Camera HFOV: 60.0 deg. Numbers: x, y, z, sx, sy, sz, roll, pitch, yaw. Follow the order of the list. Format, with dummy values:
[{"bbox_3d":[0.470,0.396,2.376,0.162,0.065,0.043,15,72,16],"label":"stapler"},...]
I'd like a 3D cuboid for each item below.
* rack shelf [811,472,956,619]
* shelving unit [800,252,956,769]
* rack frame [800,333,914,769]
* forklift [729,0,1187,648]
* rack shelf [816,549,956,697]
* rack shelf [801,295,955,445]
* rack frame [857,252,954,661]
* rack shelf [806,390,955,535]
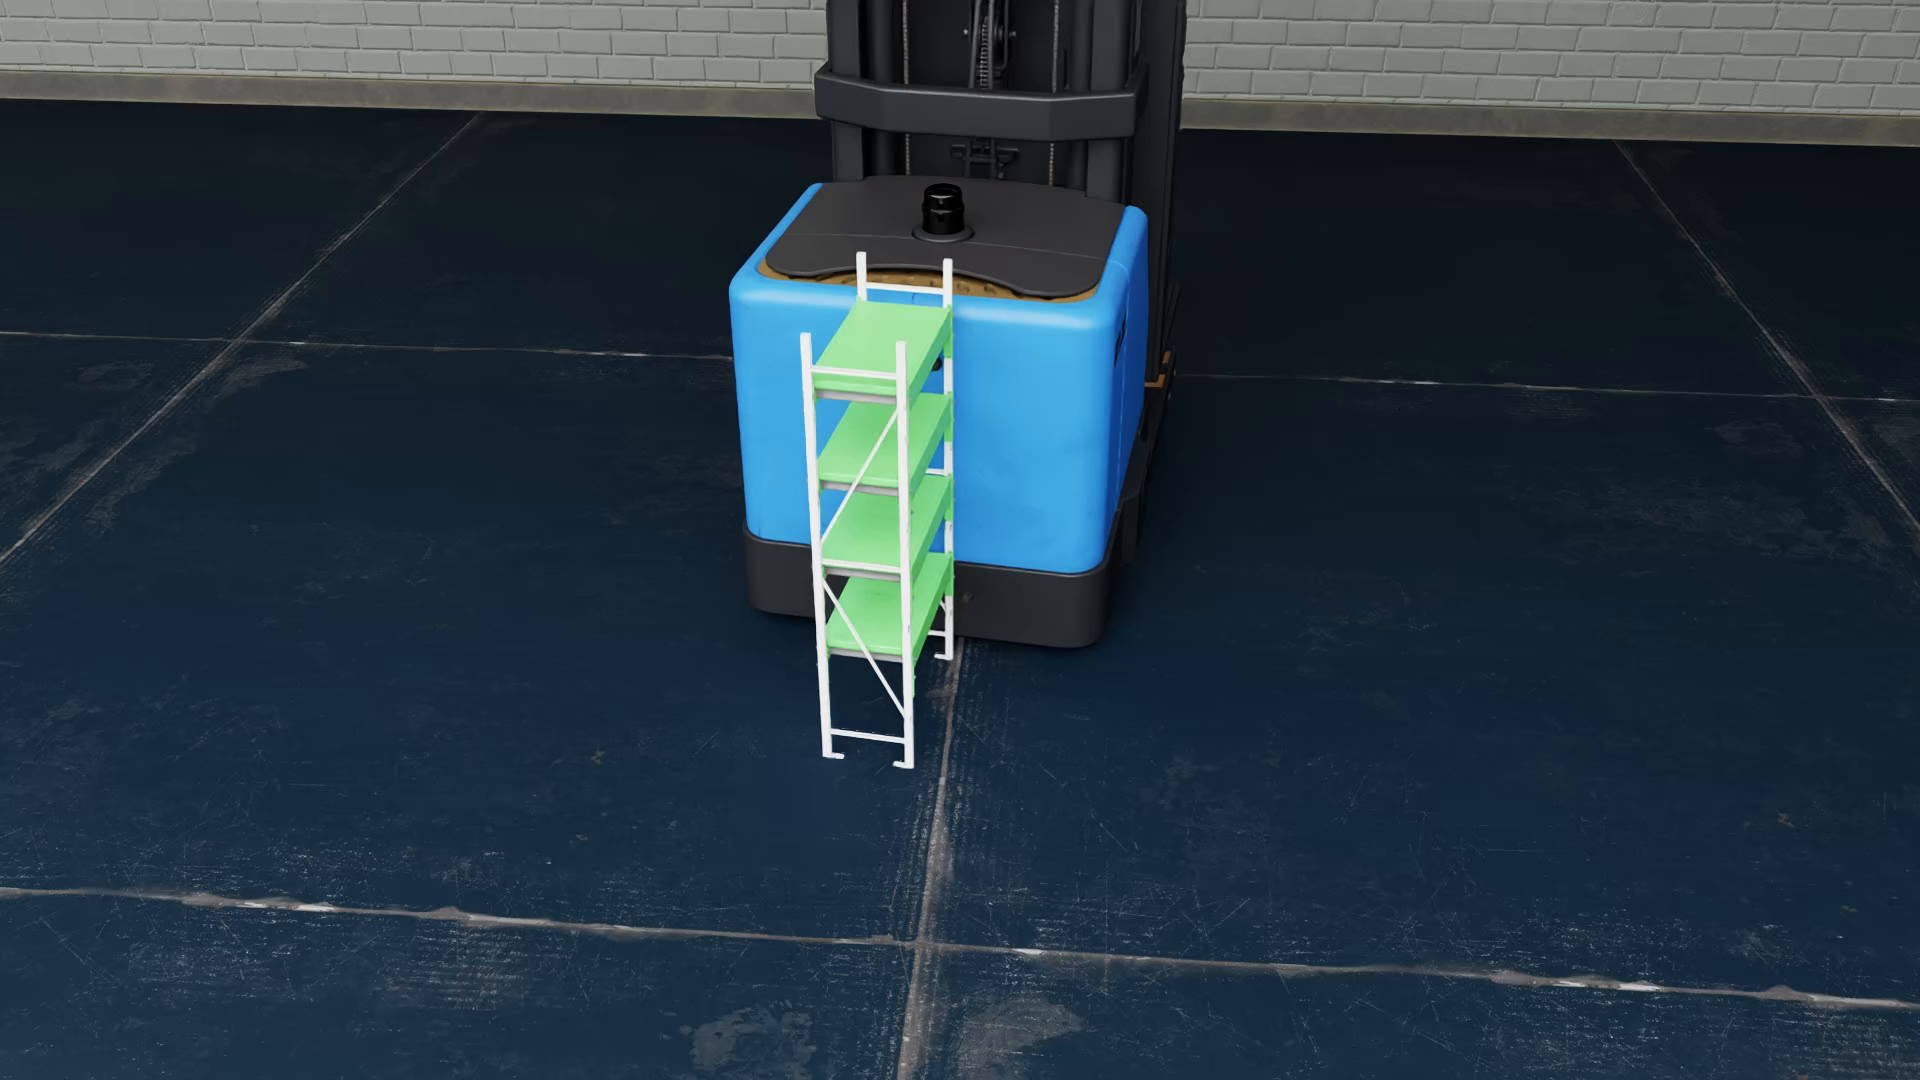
[{"bbox_3d":[-0.187,-0.007,4.240,0.258,0.148,0.480,6,32,10],"label":"rack shelf"},{"bbox_3d":[-0.187,-0.061,4.206,0.258,1.200,0.503,6,32,10],"label":"shelving unit"},{"bbox_3d":[-0.237,0.064,4.003,0.240,1.200,0.015,6,32,10],"label":"rack frame"},{"bbox_3d":[0.184,-1.708,5.229,1.130,2.935,3.031,6,32,10],"label":"forklift"},{"bbox_3d":[-0.187,0.197,4.365,0.258,0.148,0.480,6,32,10],"label":"rack shelf"},{"bbox_3d":[-0.187,-0.416,3.988,0.258,0.148,0.480,6,32,10],"label":"rack shelf"},{"bbox_3d":[-0.137,-0.187,4.409,0.240,1.200,0.015,6,32,10],"label":"rack frame"},{"bbox_3d":[-0.187,-0.211,4.114,0.258,0.148,0.480,6,32,10],"label":"rack shelf"}]
